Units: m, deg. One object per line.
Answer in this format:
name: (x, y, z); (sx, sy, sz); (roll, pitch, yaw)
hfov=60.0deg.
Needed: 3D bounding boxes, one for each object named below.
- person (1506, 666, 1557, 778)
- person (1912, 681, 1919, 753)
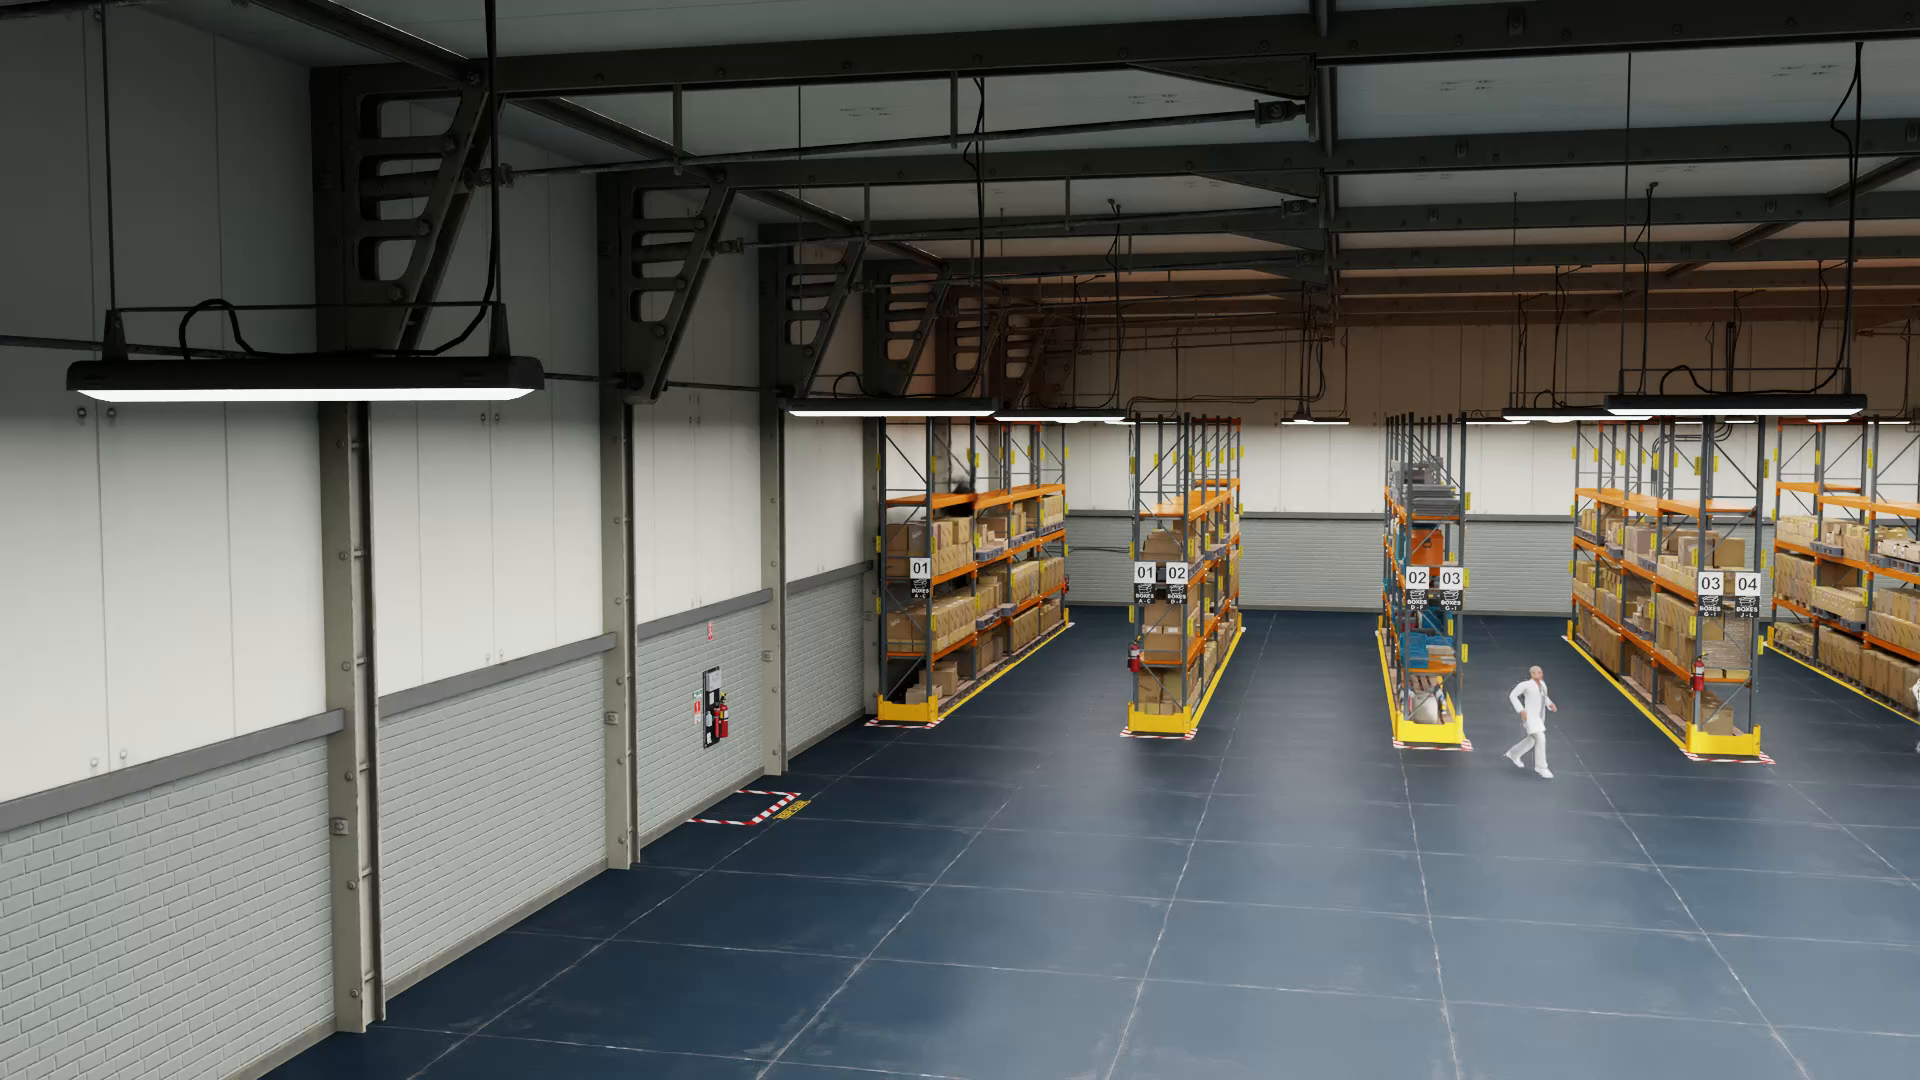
person: (9.466, 2.981, 27.561); (0.712, 1.814, 0.942); (-3, 5, -40)
person: (16.831, 2.960, 28.720); (0.593, 1.740, 0.700); (0, 4, -6)
